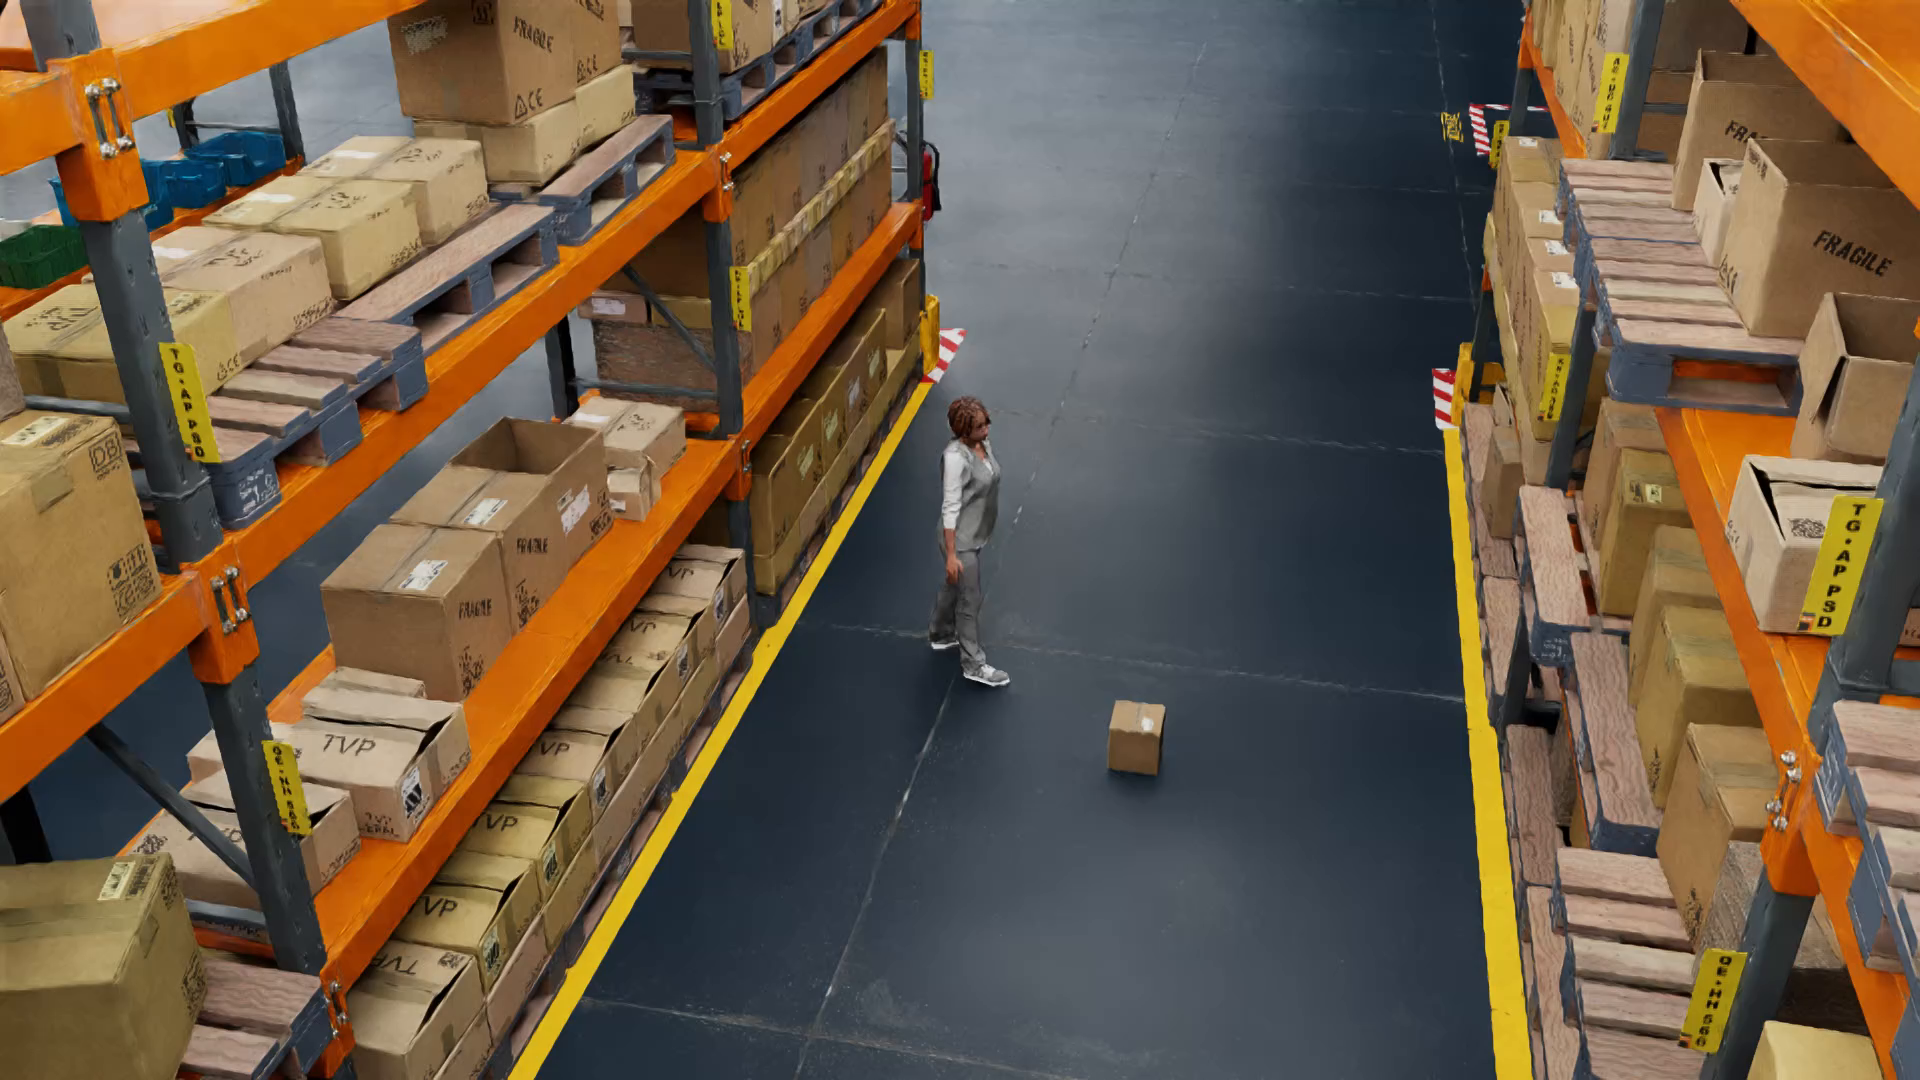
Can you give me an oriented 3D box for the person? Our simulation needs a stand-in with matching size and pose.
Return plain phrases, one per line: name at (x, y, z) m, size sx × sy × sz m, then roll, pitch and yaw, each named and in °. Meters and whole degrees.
person at (0.045, -0.010, 8.600) m, size 0.533 × 1.587 × 0.596 m, roll 9°, pitch 30°, yaw 16°
